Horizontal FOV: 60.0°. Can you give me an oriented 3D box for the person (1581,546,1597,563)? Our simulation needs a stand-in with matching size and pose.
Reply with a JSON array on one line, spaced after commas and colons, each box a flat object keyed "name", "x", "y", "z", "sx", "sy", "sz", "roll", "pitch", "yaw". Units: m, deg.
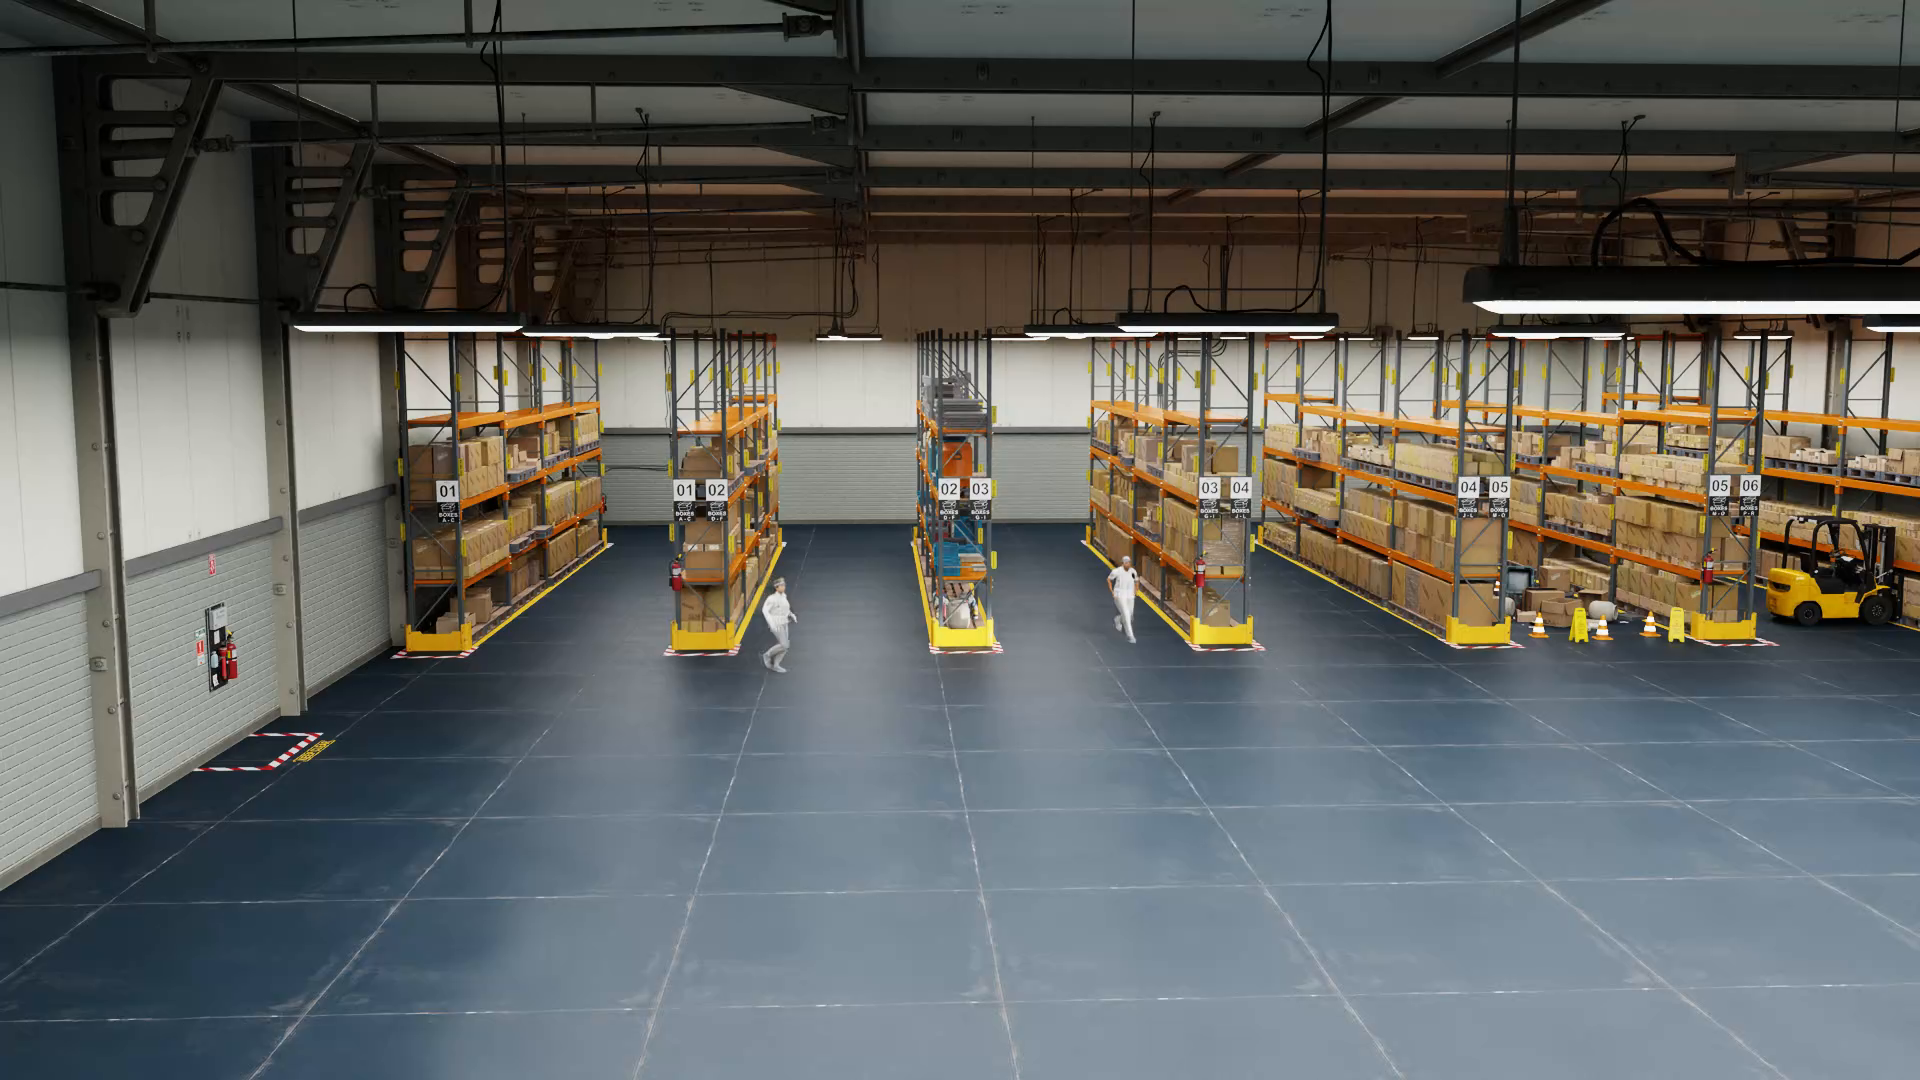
[{"name": "person", "x": 16.017, "y": -0.097, "z": 42.128, "sx": 0.707, "sy": 1.740, "sz": 0.566, "roll": 0, "pitch": 7, "yaw": -4}]

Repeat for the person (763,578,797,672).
[{"name": "person", "x": -3.156, "y": 1.483, "z": 29.108, "sx": 0.544, "sy": 1.660, "sz": 0.634, "roll": 3, "pitch": 8, "yaw": 26}]

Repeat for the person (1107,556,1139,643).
[{"name": "person", "x": 3.178, "y": 1.122, "z": 32.277, "sx": 0.630, "sy": 1.662, "sz": 0.895, "roll": -3, "pitch": 7, "yaw": -21}]
